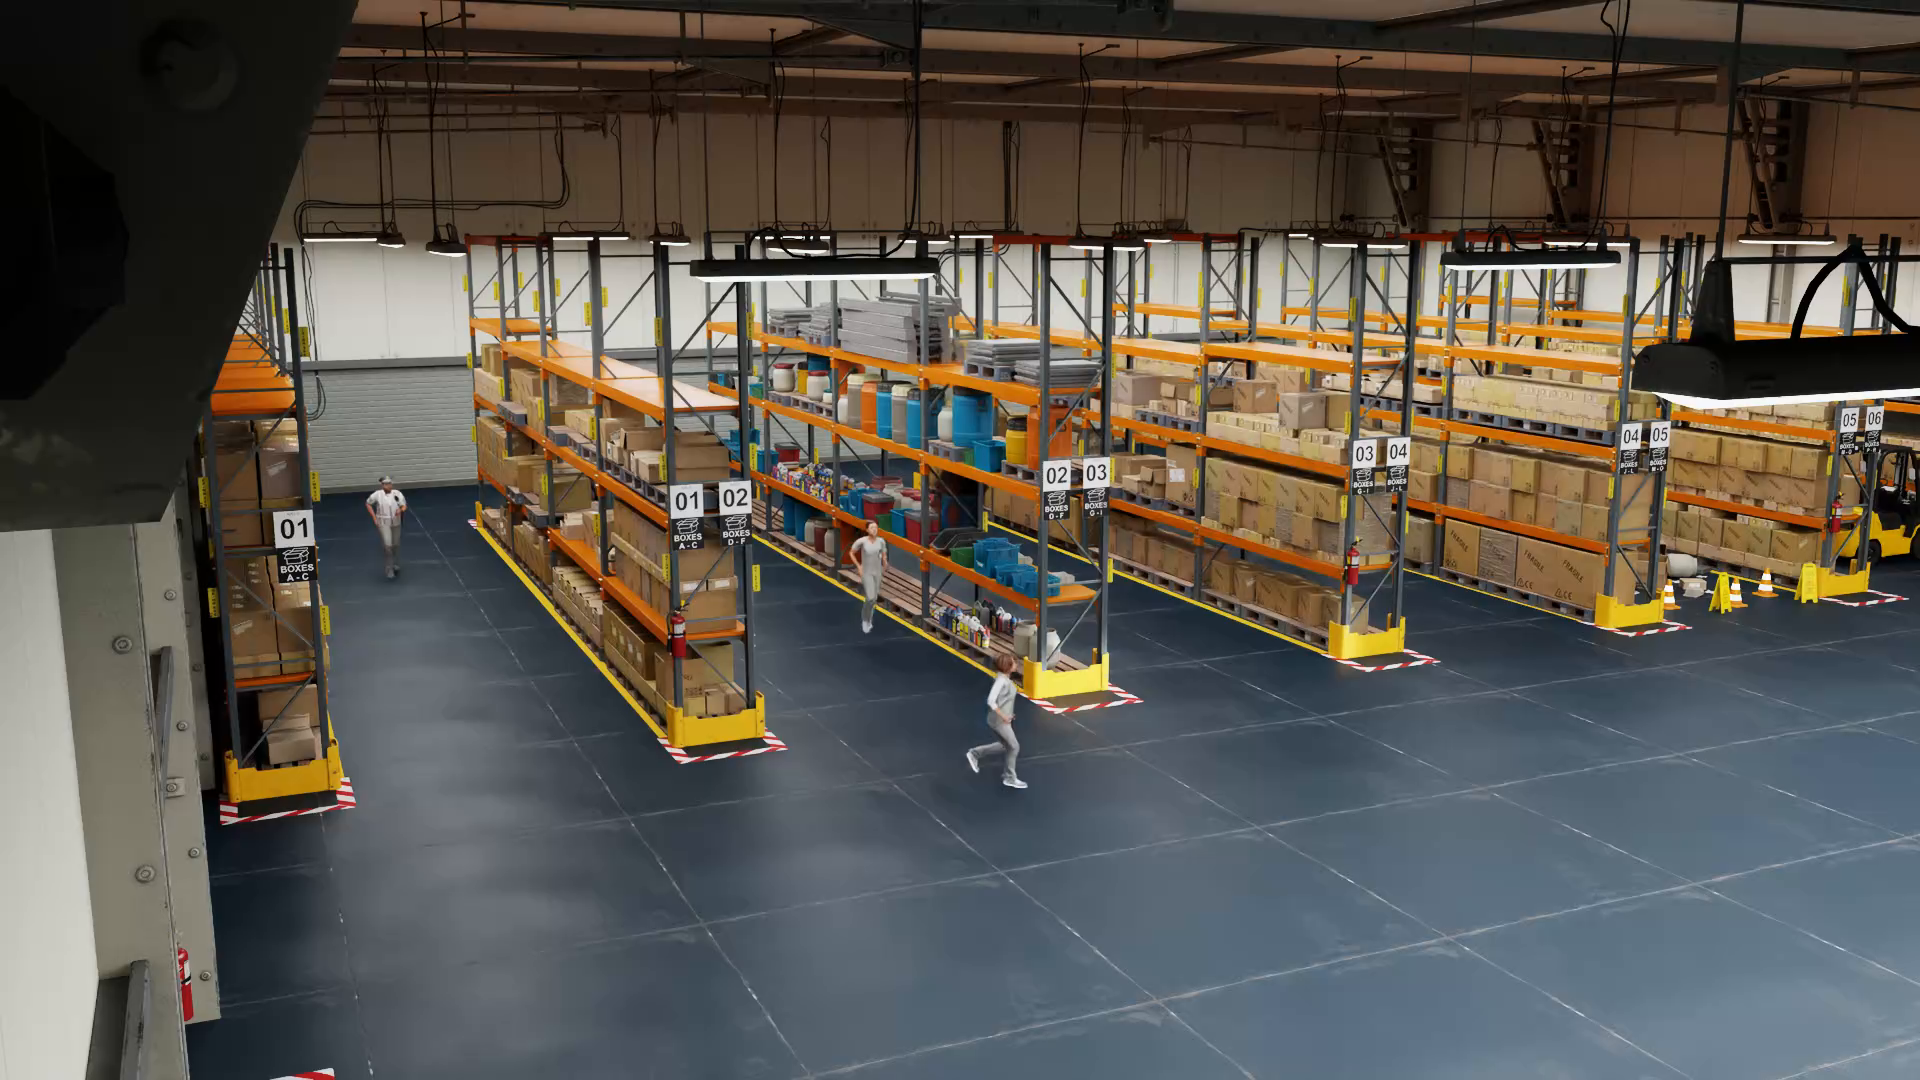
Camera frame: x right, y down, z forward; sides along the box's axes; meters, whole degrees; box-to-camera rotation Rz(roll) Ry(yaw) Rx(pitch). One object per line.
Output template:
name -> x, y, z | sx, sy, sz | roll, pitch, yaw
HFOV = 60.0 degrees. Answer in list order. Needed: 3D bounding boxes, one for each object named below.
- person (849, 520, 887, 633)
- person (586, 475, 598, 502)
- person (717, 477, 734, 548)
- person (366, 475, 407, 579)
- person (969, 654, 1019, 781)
person -> -1.302, 0.543, 24.527 | 0.539, 1.695, 0.633 | -6, 12, -27
person -> -7.879, -1.274, 35.430 | 0.663, 1.638, 0.836 | 10, 15, 43
person -> -4.378, -0.432, 31.226 | 0.616, 1.606, 0.550 | -5, 12, -25
person -> -10.234, -0.252, 29.801 | 0.659, 1.854, 0.726 | -8, 13, -35
person -> 0.383, 1.989, 18.608 | 0.570, 1.489, 0.559 | 1, 11, 7
